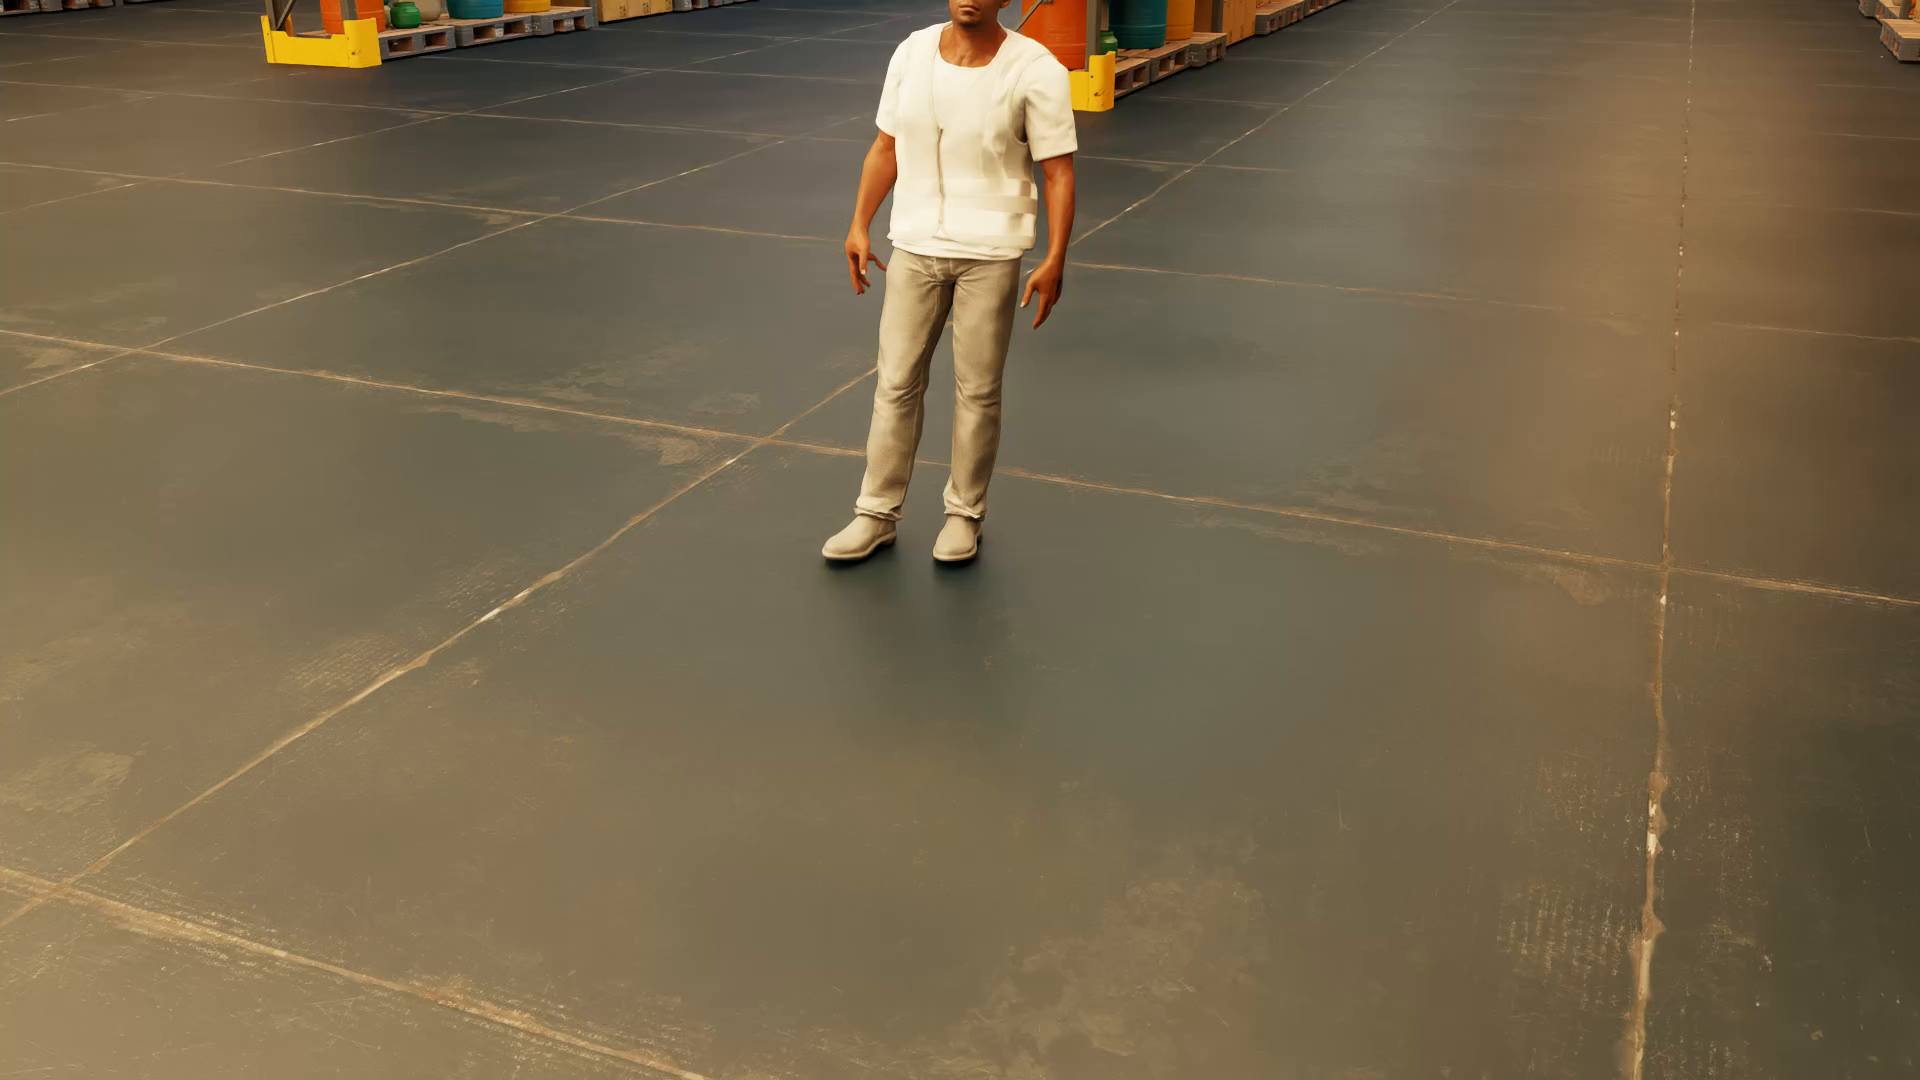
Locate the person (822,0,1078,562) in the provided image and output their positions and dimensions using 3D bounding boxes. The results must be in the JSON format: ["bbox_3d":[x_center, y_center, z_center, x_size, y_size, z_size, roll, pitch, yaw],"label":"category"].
[{"bbox_3d":[-0.032,-0.797,4.692,0.665,1.768,0.575,9,24,21],"label":"person"}]
